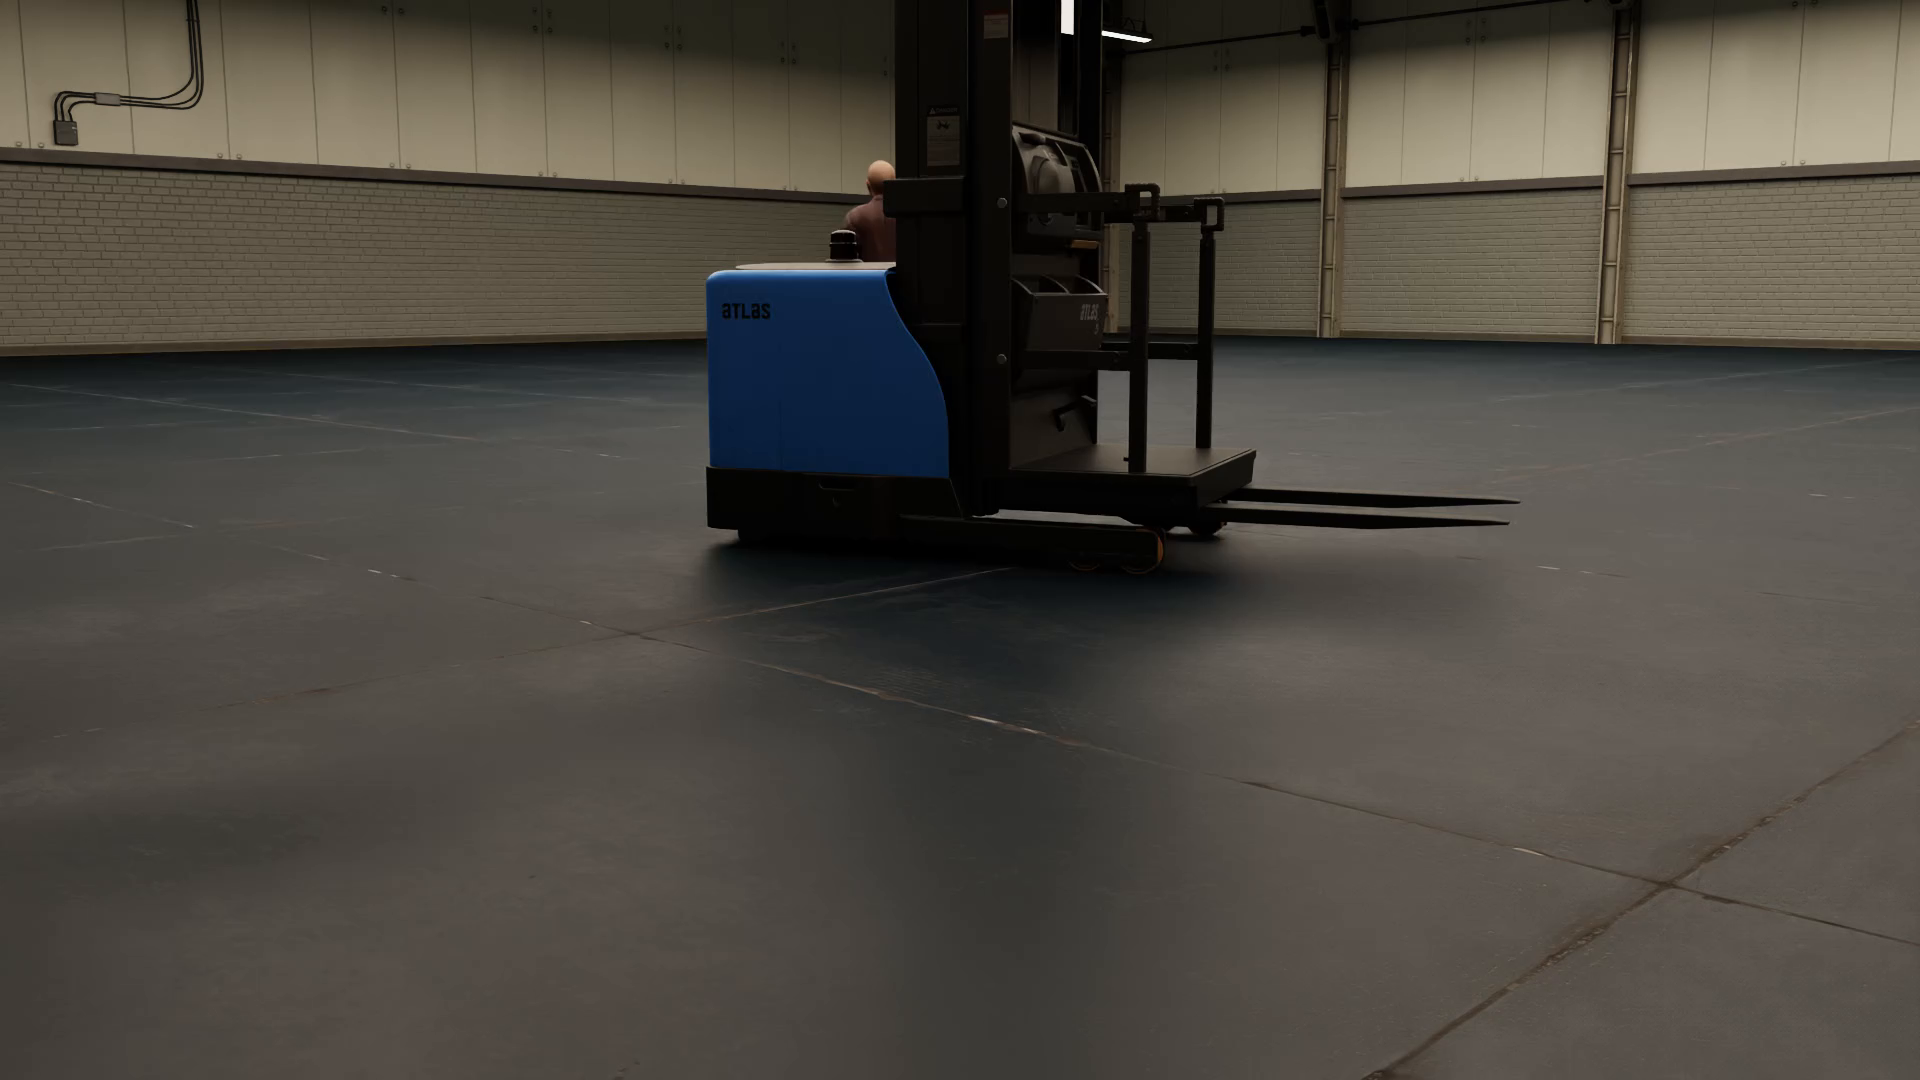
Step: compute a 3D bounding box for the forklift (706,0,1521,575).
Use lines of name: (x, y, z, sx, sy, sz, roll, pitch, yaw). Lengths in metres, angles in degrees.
forklift: (0.565, -1.416, 6.275, 3.031, 2.935, 1.130, 3, 9, 22)

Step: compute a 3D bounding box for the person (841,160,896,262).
person: (-0.448, -1.473, 10.483, 0.694, 1.776, 0.581, 0, 9, -1)
